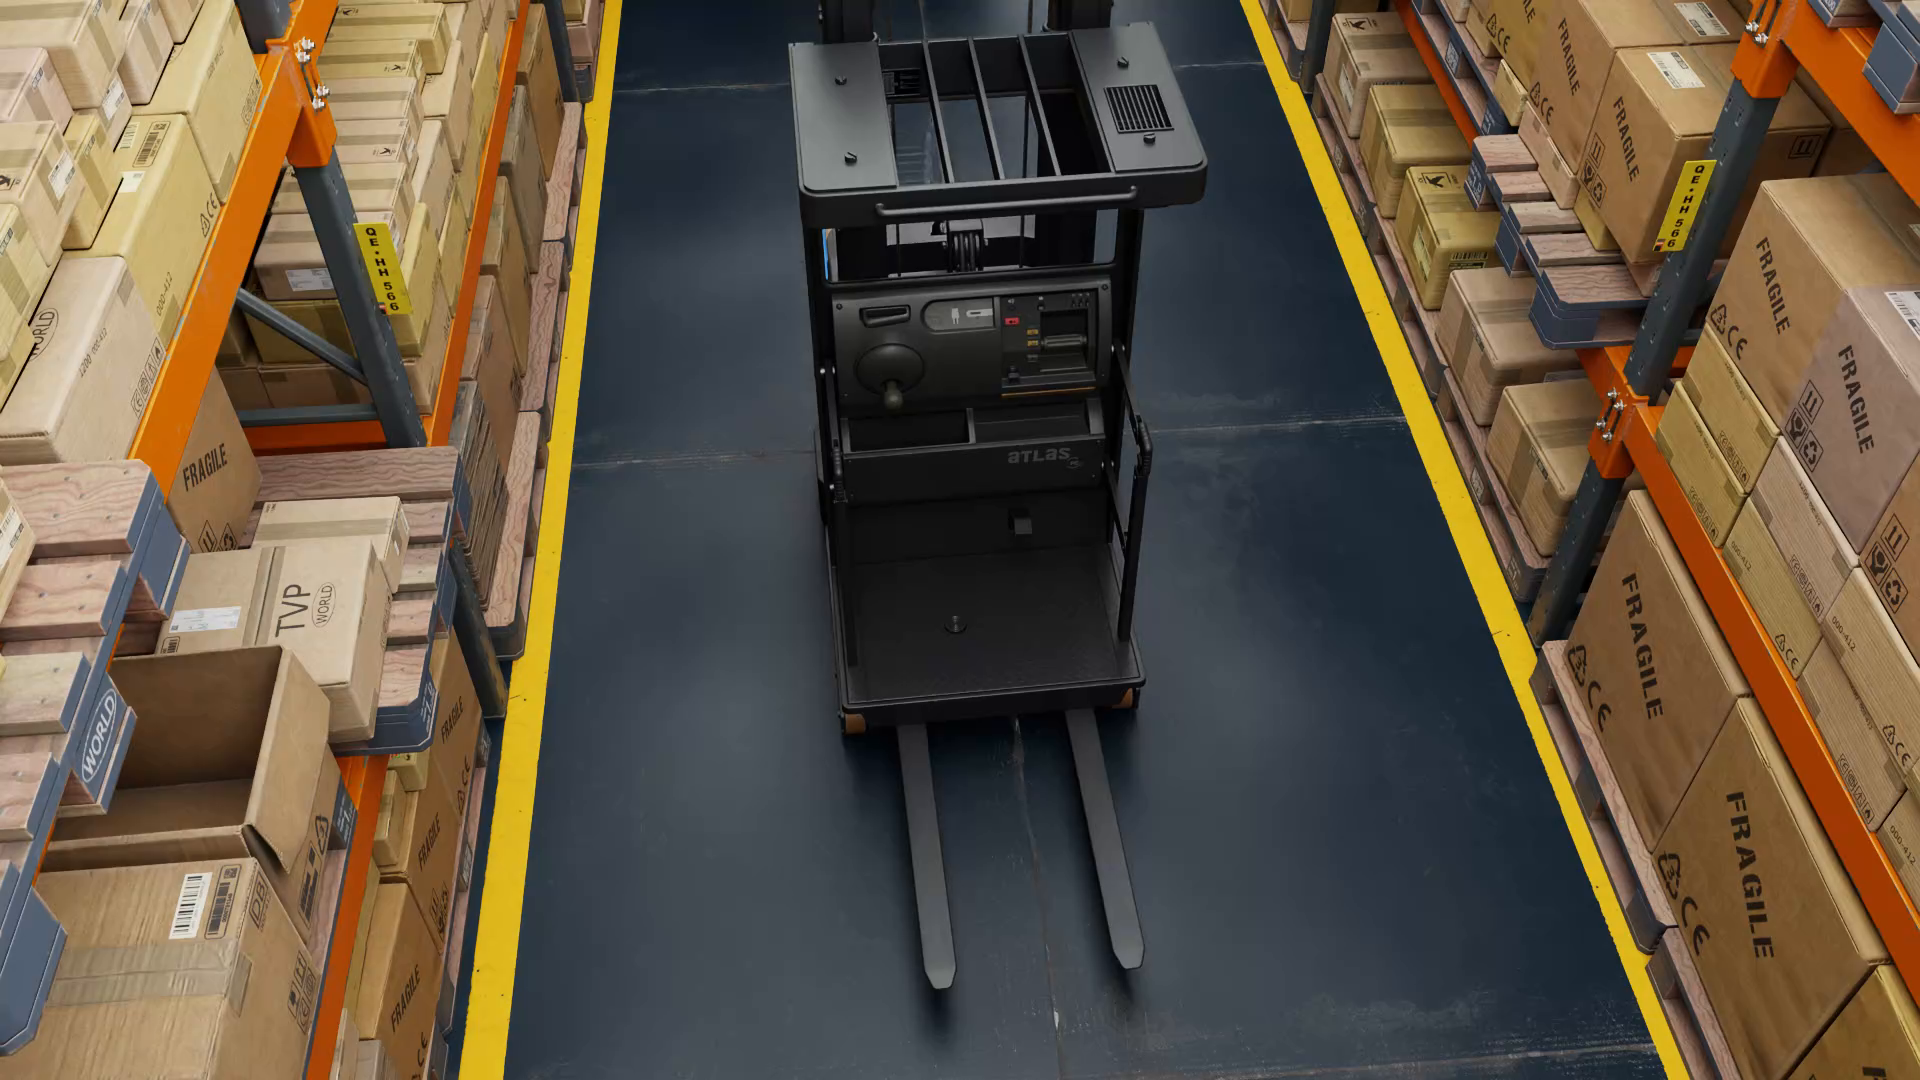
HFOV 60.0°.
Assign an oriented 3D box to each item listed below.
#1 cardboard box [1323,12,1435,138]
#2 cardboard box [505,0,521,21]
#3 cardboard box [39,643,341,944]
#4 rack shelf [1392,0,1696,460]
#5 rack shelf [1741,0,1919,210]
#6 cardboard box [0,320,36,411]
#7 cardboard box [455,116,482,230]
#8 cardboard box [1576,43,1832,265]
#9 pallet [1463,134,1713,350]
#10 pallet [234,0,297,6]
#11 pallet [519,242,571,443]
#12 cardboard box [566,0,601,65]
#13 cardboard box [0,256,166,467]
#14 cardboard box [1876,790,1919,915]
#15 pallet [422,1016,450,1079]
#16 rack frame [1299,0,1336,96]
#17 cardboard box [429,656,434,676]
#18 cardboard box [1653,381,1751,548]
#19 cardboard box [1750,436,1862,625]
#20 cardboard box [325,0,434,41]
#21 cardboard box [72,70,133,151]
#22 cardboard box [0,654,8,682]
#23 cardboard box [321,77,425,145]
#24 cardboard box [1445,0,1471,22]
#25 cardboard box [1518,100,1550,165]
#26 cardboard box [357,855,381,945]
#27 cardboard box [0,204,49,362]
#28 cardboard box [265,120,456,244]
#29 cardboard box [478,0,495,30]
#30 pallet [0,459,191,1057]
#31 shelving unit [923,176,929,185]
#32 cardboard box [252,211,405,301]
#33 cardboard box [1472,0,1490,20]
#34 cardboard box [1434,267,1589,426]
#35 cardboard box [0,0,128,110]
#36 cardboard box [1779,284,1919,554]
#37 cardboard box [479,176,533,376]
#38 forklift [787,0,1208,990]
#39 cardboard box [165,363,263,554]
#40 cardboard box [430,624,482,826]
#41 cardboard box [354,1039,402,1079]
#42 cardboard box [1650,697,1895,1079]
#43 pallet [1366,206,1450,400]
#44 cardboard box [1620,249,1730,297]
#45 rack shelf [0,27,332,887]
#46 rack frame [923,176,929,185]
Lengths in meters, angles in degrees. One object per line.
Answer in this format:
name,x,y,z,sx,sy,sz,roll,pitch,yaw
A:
cardboard box,2.446,-2.432,8.645,0.950,0.372,0.625,-3,47,-3
cardboard box,-2.196,-2.503,7.294,0.500,0.250,0.500,-4,47,-4
cardboard box,-1.891,0.617,3.875,0.797,0.503,0.637,-4,47,-4
rack shelf,2.567,-1.877,7.093,1.077,0.370,4.000,-3,47,-3
rack shelf,2.902,-0.014,3.263,1.077,0.370,4.000,-3,47,-3
cardboard box,-1.861,-0.315,2.882,0.380,0.149,0.250,-2,47,-2
cardboard box,-2.093,-1.393,6.243,0.500,0.250,0.500,-5,47,-5
cardboard box,2.419,-1.270,5.460,0.500,0.500,0.500,-5,47,-4
pallet,2.568,-1.120,6.013,1.213,0.211,1.003,-3,47,-3
pallet,-2.358,-1.825,4.613,1.213,0.211,1.003,-2,47,-1
pallet,-2.341,-0.892,7.586,1.003,0.211,1.213,-3,47,-3
cardboard box,-2.257,-2.836,9.111,0.500,0.250,0.500,-3,47,-3
cardboard box,-1.842,-0.270,3.114,0.500,0.250,0.500,-3,47,-3
cardboard box,2.668,0.851,4.118,0.500,0.250,0.500,-3,47,-3
pallet,-2.088,2.010,4.838,1.003,0.211,1.213,-3,47,-3
rack frame,2.399,-3.571,8.202,1.000,3.000,0.127,-3,47,-3
cardboard box,-1.918,0.462,5.369,0.380,0.149,0.250,-6,47,-5
cardboard box,2.524,-0.256,5.166,0.500,0.250,0.500,-4,47,-4
cardboard box,2.573,-0.042,4.619,0.500,0.250,0.500,-2,47,-2
cardboard box,-2.182,-1.994,6.193,0.380,0.149,0.250,-3,47,-3
cardboard box,-1.943,-0.867,3.405,0.380,0.149,0.250,-3,47,-2
cardboard box,-1.606,0.234,2.348,0.380,0.149,0.250,-2,47,-2
cardboard box,-2.050,-1.444,5.673,0.380,0.149,0.250,-3,47,-3
cardboard box,2.212,-2.265,6.850,0.380,0.149,0.250,-2,47,-2
cardboard box,2.299,-1.509,6.134,0.380,0.149,0.250,-5,47,-5
cardboard box,-1.909,1.044,4.817,0.380,0.149,0.250,-2,47,-2
cardboard box,-1.780,-0.422,2.778,0.380,0.149,0.250,-3,47,-3
cardboard box,-2.046,-1.191,5.708,0.500,0.250,0.500,-2,47,-2
cardboard box,-2.164,-2.305,6.763,0.500,0.250,0.500,-3,47,-3
pallet,-1.951,0.328,2.573,1.213,0.211,1.003,-3,47,-3
shelving unit,-0.209,-1.319,8.003,0.258,0.189,1.200,-5,47,-5
cardboard box,-1.945,-0.878,5.137,0.380,0.149,0.250,-2,47,-2
cardboard box,2.277,-2.403,6.534,0.500,0.500,0.500,-5,47,-5
cardboard box,2.627,-0.860,7.156,0.950,0.372,0.625,-4,47,-4
cardboard box,-1.899,-0.975,3.302,0.380,0.149,0.250,-5,47,-5
cardboard box,2.583,-0.325,4.371,0.500,0.500,0.500,-3,47,-3
cardboard box,-2.369,-1.112,7.220,0.875,0.625,0.625,-5,47,-5
forklift,0.072,-0.559,5.397,1.130,2.935,3.031,-5,47,-5
cardboard box,-2.324,-0.169,4.623,0.500,0.500,0.500,-2,47,-1
cardboard box,-1.962,0.636,5.651,0.500,0.500,0.500,-2,47,-2
cardboard box,-1.822,1.751,4.594,0.500,0.500,0.500,-5,47,-5
cardboard box,2.780,1.060,4.991,0.875,0.875,0.875,-3,47,-3
pallet,2.571,-1.164,7.844,1.003,0.211,1.213,-3,47,-3
cardboard box,2.472,-0.958,5.611,0.380,0.149,0.250,-2,47,-2
rack shelf,-2.044,0.290,2.975,1.077,0.370,4.000,-3,47,-3
rack frame,-0.209,-1.382,7.936,0.240,0.006,1.200,-5,47,-5
